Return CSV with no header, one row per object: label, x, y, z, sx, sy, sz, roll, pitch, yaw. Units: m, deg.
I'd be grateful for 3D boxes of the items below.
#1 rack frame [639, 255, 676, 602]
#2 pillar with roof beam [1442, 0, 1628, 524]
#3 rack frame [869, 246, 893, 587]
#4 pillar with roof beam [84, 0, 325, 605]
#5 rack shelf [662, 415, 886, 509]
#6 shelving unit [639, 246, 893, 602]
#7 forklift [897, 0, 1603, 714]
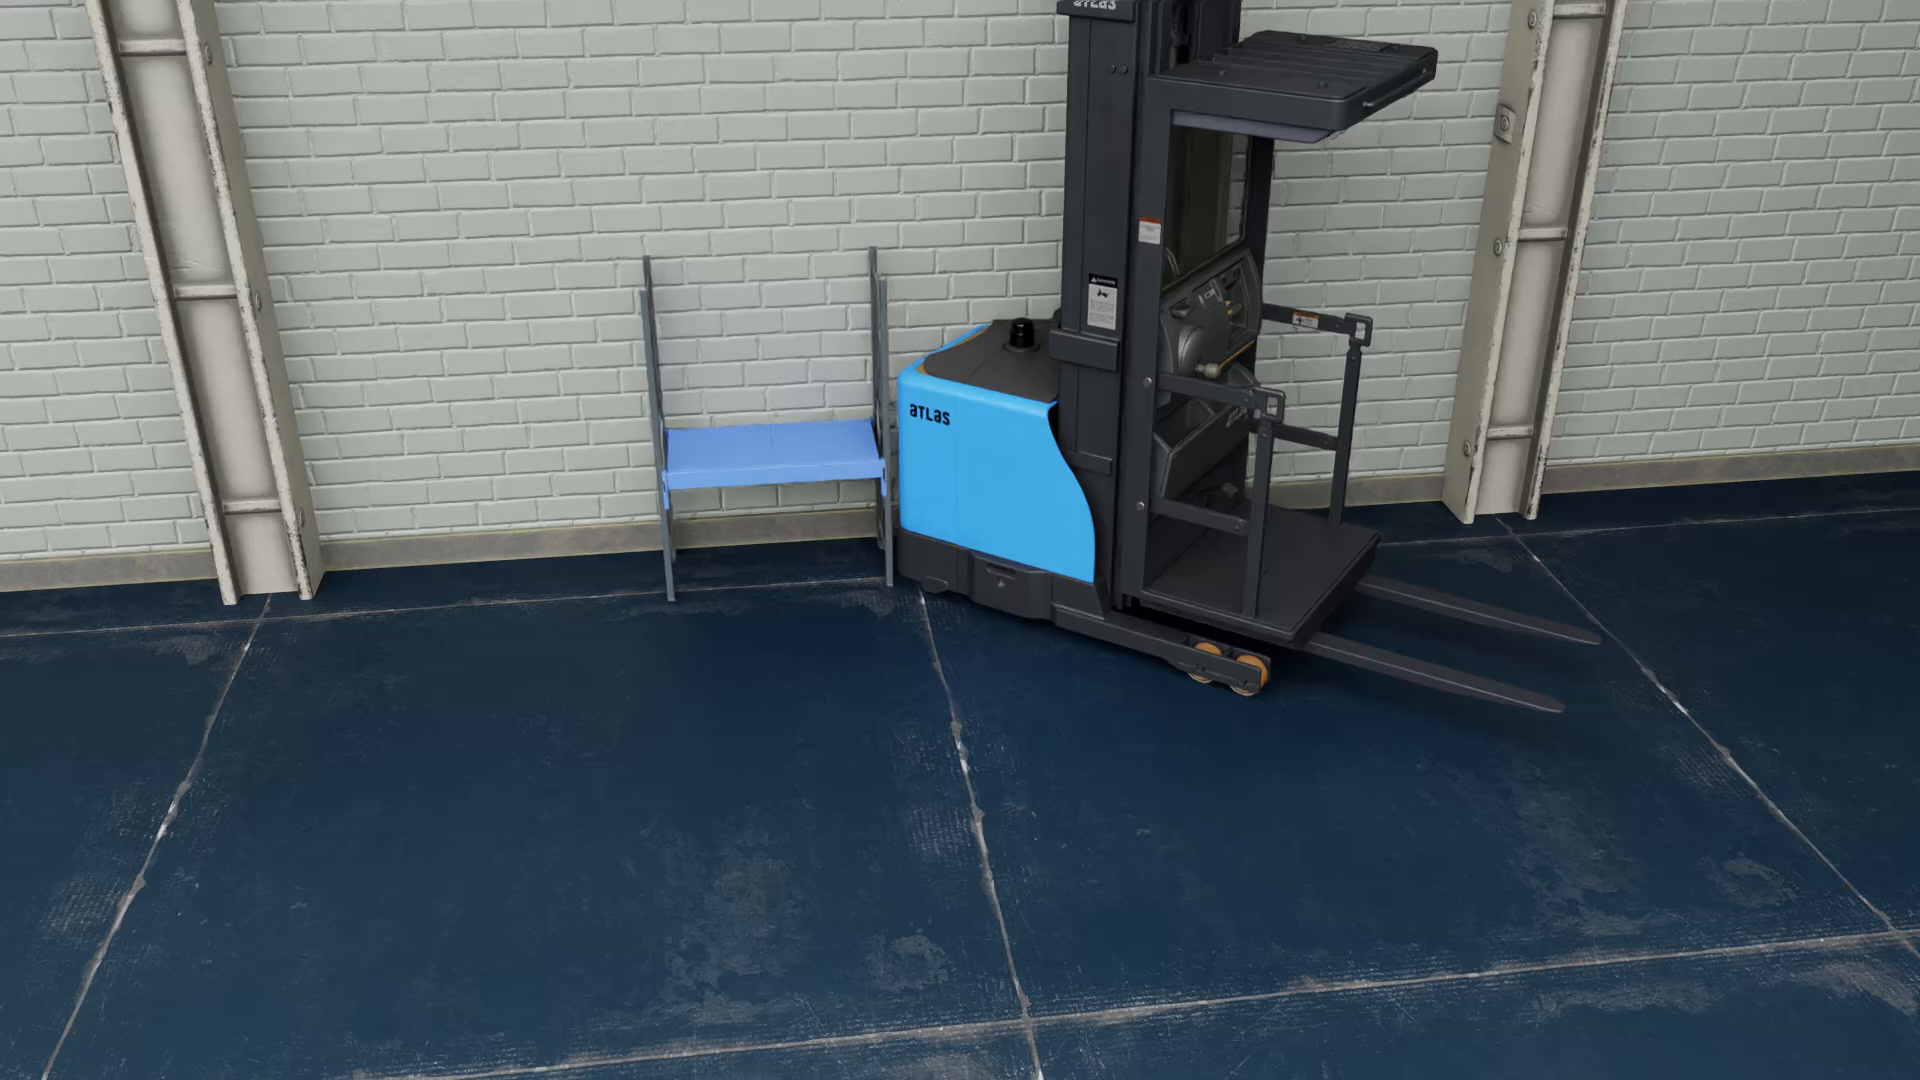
rack frame,-1.371,-0.495,7.572,0.032,1.500,0.500,-4,27,-7
pillar with roof beam,3.320,-2.223,2.724,0.400,9.000,9.100,-4,27,-7
rack frame,-0.364,-0.560,7.698,0.032,1.500,0.500,-4,27,-7
pillar with roof beam,-2.622,-1.841,1.981,0.400,9.000,9.100,-4,27,-7
rack shelf,-0.867,-0.367,7.717,1.000,0.185,0.538,-4,27,-7
shelving unit,-0.867,-0.527,7.635,1.048,1.500,0.538,-4,27,-7
forklift,1.229,-0.928,6.849,3.031,2.935,1.130,16,31,28
